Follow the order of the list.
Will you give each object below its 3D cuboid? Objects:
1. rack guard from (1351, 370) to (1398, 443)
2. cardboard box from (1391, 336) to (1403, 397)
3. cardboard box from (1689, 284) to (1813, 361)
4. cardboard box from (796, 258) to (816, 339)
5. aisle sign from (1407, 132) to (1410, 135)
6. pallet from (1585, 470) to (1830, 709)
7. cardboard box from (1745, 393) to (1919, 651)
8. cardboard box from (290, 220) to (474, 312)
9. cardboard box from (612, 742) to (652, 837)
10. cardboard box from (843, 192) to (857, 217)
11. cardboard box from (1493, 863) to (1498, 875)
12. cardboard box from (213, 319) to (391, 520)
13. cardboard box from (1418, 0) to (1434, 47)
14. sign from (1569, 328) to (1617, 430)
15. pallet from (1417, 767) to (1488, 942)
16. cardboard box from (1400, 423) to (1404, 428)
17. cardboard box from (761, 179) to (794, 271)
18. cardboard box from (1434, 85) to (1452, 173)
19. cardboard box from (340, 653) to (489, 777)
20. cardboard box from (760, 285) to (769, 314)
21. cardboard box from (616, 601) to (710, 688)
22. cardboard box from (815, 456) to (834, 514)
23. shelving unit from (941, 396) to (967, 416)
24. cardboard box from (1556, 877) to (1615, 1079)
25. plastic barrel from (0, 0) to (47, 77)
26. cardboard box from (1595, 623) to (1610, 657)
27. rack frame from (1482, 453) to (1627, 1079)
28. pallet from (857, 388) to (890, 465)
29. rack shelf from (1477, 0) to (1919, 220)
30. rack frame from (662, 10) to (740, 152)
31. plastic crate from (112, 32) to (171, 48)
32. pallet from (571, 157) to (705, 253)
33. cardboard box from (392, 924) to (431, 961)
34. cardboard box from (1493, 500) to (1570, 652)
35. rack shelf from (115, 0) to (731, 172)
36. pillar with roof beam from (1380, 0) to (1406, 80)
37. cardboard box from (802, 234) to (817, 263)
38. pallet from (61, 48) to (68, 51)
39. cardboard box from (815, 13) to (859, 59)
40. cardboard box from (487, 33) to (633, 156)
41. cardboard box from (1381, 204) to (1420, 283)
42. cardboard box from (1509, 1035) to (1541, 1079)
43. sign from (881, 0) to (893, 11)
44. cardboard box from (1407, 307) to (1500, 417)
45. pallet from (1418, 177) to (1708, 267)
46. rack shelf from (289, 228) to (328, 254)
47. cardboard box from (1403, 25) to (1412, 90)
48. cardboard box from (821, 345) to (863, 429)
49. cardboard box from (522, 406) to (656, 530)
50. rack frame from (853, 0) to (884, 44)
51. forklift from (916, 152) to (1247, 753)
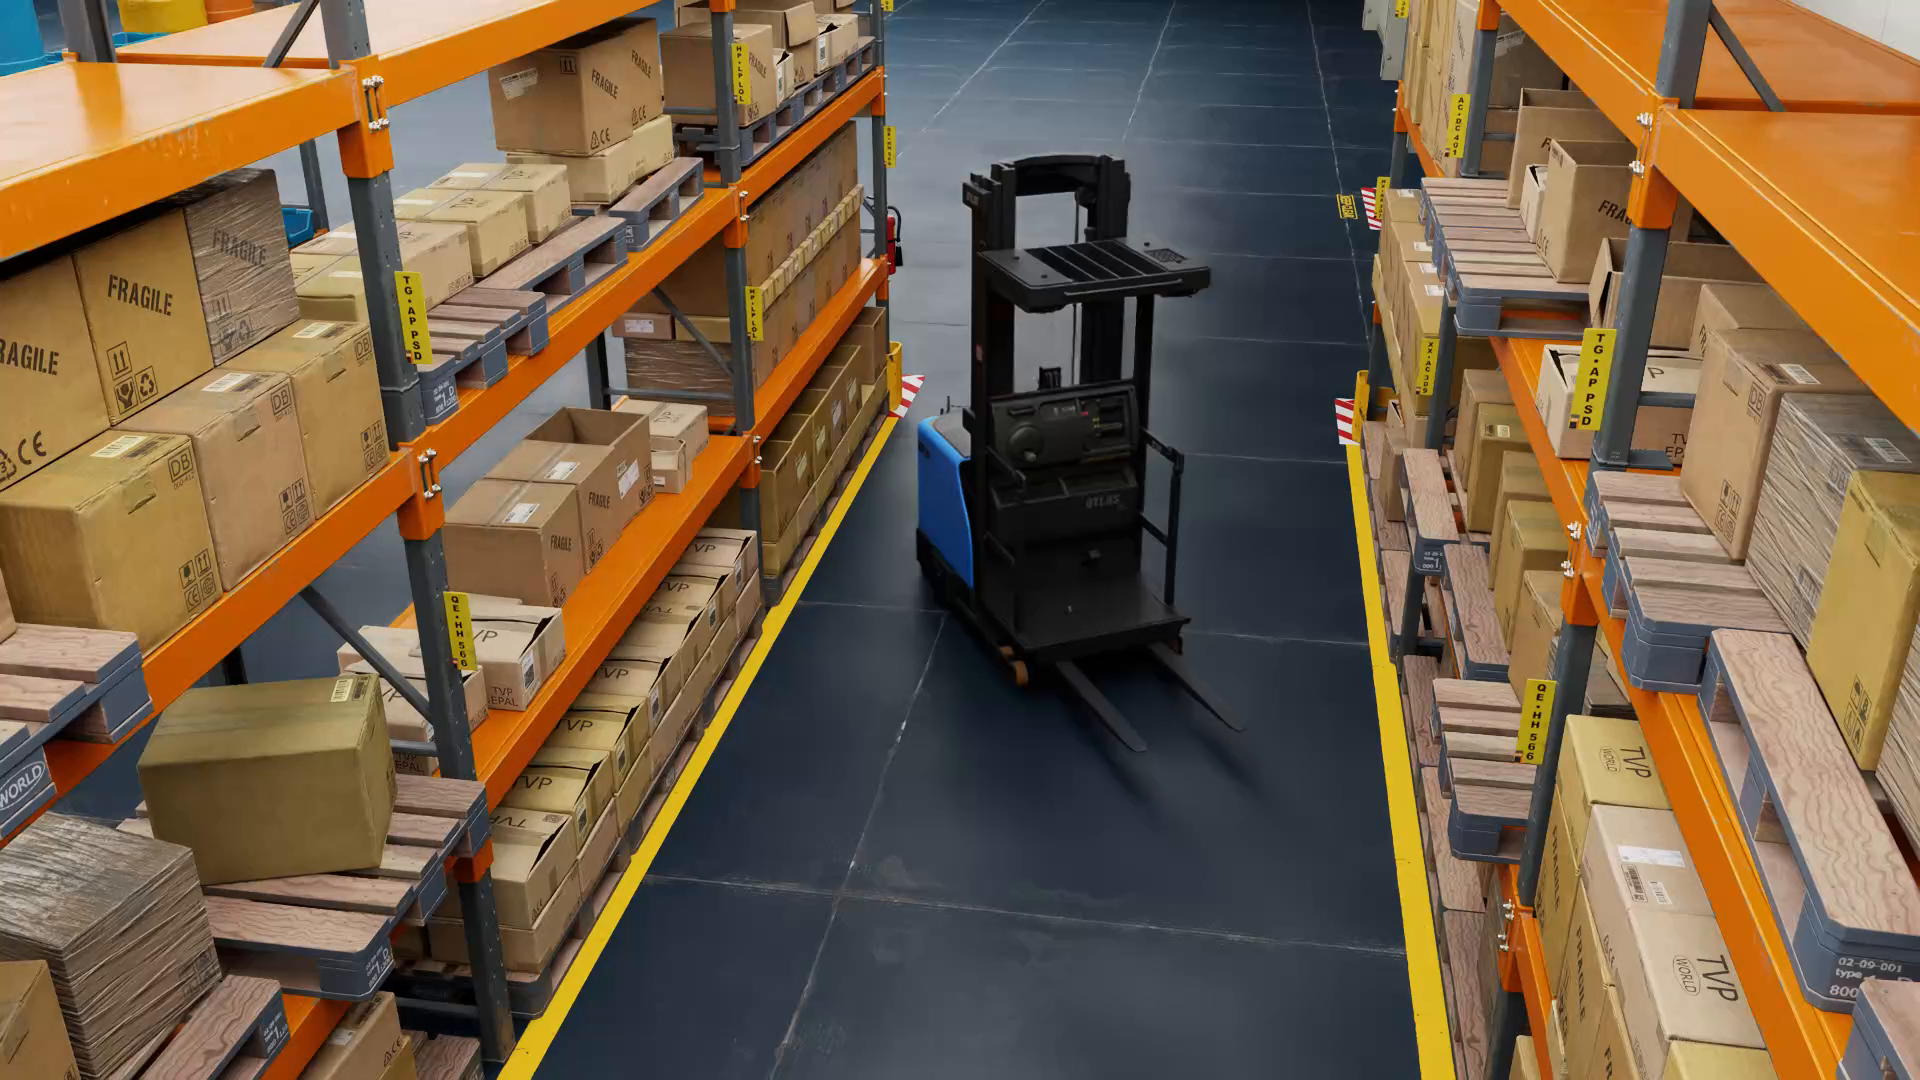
[{"bbox_3d":[3.779,-1.043,13.389,1.175,0.500,0.348,4,25,9],"label":"rack guard"},{"bbox_3d":[3.073,-1.114,10.744,0.500,0.250,0.500,4,25,8],"label":"cardboard box"},{"bbox_3d":[2.828,-0.559,5.727,0.500,0.500,0.500,4,25,9],"label":"cardboard box"},{"bbox_3d":[-1.436,-1.752,11.837,0.700,0.500,0.500,5,26,10],"label":"cardboard box"},{"bbox_3d":[3.507,-3.435,12.485,0.394,0.787,0.004,4,25,9],"label":"aisle sign"},{"bbox_3d":[2.431,0.139,4.600,1.213,0.211,1.003,5,26,11],"label":"pallet"},{"bbox_3d":[2.427,-0.032,4.106,0.700,0.500,0.500,3,25,6],"label":"cardboard box"},{"bbox_3d":[-2.317,-1.098,6.700,0.500,0.250,0.500,5,25,10],"label":"cardboard box"},{"bbox_3d":[-1.868,1.225,8.342,0.500,0.250,0.500,3,25,7],"label":"cardboard box"},{"bbox_3d":[-1.012,-2.605,12.895,0.380,0.149,0.250,5,25,10],"label":"cardboard box"},{"bbox_3d":[2.749,1.559,7.310,0.700,0.500,0.500,4,25,8],"label":"cardboard box"},{"bbox_3d":[-2.442,-0.422,5.457,0.910,0.500,0.500,4,25,9],"label":"cardboard box"},{"bbox_3d":[3.284,-3.507,10.845,0.500,0.500,0.500,5,25,10],"label":"cardboard box"},{"bbox_3d":[1.949,-0.492,5.116,0.100,0.325,0.005,4,25,9],"label":"sign"},{"bbox_3d":[2.815,1.566,8.155,1.003,0.211,1.213,4,25,9],"label":"pallet"},{"bbox_3d":[3.496,-0.667,12.290,0.500,0.311,0.500,6,26,13],"label":"cardboard box"},{"bbox_3d":[-1.520,-2.116,11.083,0.700,0.500,0.500,4,25,8],"label":"cardboard box"},{"bbox_3d":[3.072,-2.386,9.629,0.500,0.500,0.500,2,25,4],"label":"cardboard box"},{"bbox_3d":[-2.301,0.688,6.846,0.500,0.311,0.500,6,26,12],"label":"cardboard box"},{"bbox_3d":[-1.434,-1.527,10.591,0.380,0.149,0.250,3,25,7],"label":"cardboard box"},{"bbox_3d":[-1.696,0.541,9.142,0.500,0.311,0.500,4,25,8],"label":"cardboard box"},{"bbox_3d":[-1.202,-0.411,11.838,0.500,0.250,0.500,4,25,9],"label":"cardboard box"},{"bbox_3d":[-0.009,-0.453,11.480,0.215,1.050,0.252,4,25,9],"label":"shelving unit"},{"bbox_3d":[2.057,1.353,4.828,0.500,0.500,0.500,5,26,10],"label":"cardboard box"},{"bbox_3d":[-6.368,-3.405,10.862,0.600,0.901,0.708,4,25,9],"label":"plastic barrel"},{"bbox_3d":[2.549,0.318,6.129,0.380,0.149,0.250,0,25,0],"label":"cardboard box"},{"bbox_3d":[2.484,1.139,5.779,1.000,3.000,0.127,4,25,9],"label":"rack frame"},{"bbox_3d":[-1.180,-0.963,13.559,1.003,0.211,1.213,4,25,9],"label":"pallet"},{"bbox_3d":[2.811,-1.908,6.531,1.077,0.370,4.000,4,25,9],"label":"rack shelf"},{"bbox_3d":[-1.750,-3.593,8.811,1.000,3.000,0.127,4,25,9],"label":"rack frame"},{"bbox_3d":[-5.997,-3.426,12.013,0.392,0.384,0.575,4,25,9],"label":"plastic crate"},{"bbox_3d":[-1.881,-1.778,8.698,0.805,0.209,1.217,3,25,6],"label":"pallet"},{"bbox_3d":[-2.558,1.615,7.509,0.500,0.250,0.500,5,25,10],"label":"cardboard box"},{"bbox_3d":[2.733,0.174,7.202,0.700,0.500,0.500,4,25,9],"label":"cardboard box"},{"bbox_3d":[-2.077,-2.250,7.261,1.077,0.370,4.000,4,25,9],"label":"rack shelf"},{"bbox_3d":[3.225,-12.398,27.622,9.100,9.000,0.400,4,25,9],"label":"pillar with roof beam"},{"bbox_3d":[-1.222,-2.066,11.742,0.380,0.149,0.250,4,25,8],"label":"cardboard box"},{"bbox_3d":[-6.214,-3.827,13.073,1.003,0.211,1.213,4,25,9],"label":"pallet"},{"bbox_3d":[-1.024,-3.593,11.866,0.500,0.250,0.500,4,25,9],"label":"cardboard box"},{"bbox_3d":[-1.960,-2.201,8.173,0.500,0.500,0.500,6,26,14],"label":"cardboard box"},{"bbox_3d":[3.326,-2.103,11.973,0.500,0.500,0.500,4,25,9],"label":"cardboard box"},{"bbox_3d":[2.234,2.221,5.508,0.750,0.750,0.750,4,25,8],"label":"cardboard box"},{"bbox_3d":[-0.563,-4.229,12.757,0.100,0.325,0.005,4,25,9],"label":"sign"},{"bbox_3d":[2.910,-1.034,9.690,0.500,0.500,0.500,4,25,8],"label":"cardboard box"},{"bbox_3d":[2.932,-1.557,8.221,1.213,0.211,1.003,4,25,9],"label":"pallet"},{"bbox_3d":[-6.309,-1.731,12.759,1.077,0.370,4.000,4,25,9],"label":"rack shelf"},{"bbox_3d":[3.490,-3.497,12.004,0.500,0.500,0.500,5,25,10],"label":"cardboard box"},{"bbox_3d":[-1.039,-1.169,12.573,0.500,0.500,0.500,4,25,9],"label":"cardboard box"},{"bbox_3d":[-1.978,-0.381,8.907,0.500,0.500,0.500,6,26,12],"label":"cardboard box"},{"bbox_3d":[-1.096,-5.266,12.385,1.000,3.000,0.127,4,25,9],"label":"rack frame"},{"bbox_3d":[0.707,-0.647,9.676,1.130,2.935,3.031,-9,27,-19],"label":"forklift"}]
